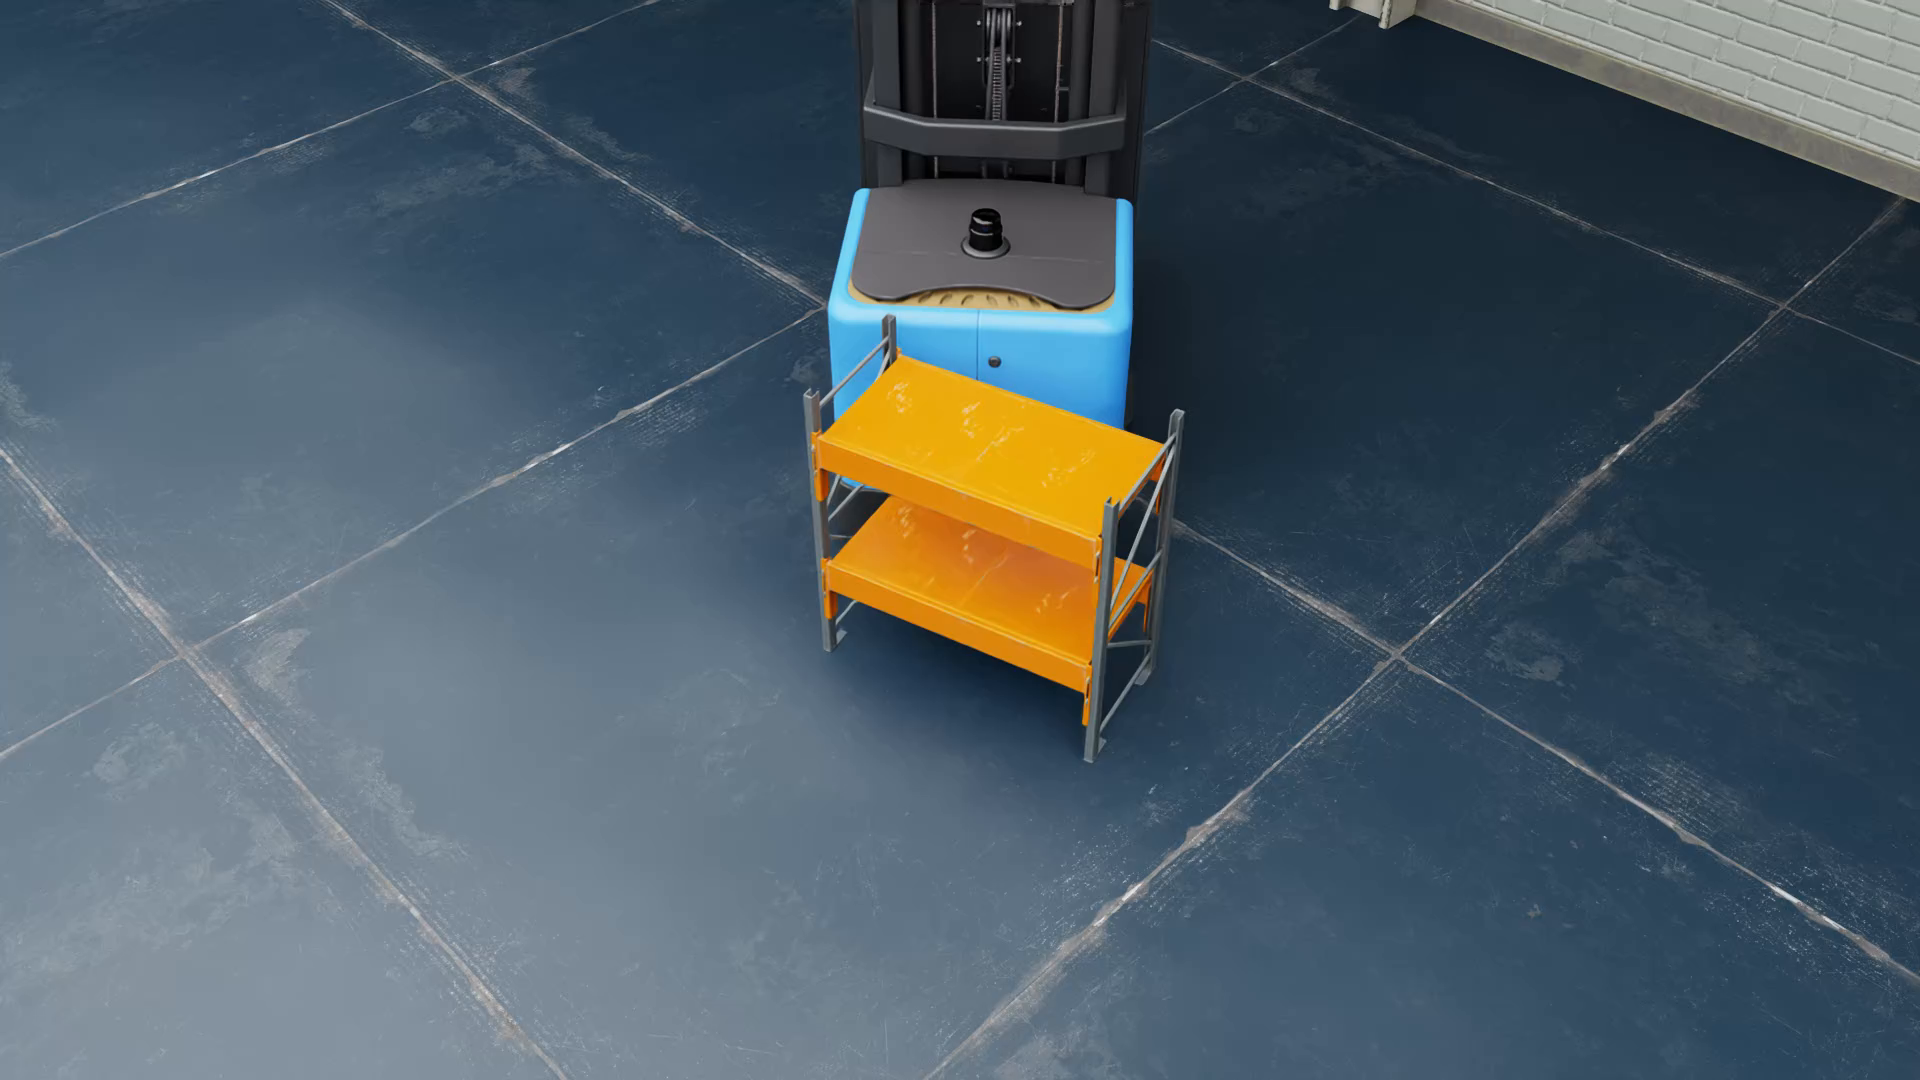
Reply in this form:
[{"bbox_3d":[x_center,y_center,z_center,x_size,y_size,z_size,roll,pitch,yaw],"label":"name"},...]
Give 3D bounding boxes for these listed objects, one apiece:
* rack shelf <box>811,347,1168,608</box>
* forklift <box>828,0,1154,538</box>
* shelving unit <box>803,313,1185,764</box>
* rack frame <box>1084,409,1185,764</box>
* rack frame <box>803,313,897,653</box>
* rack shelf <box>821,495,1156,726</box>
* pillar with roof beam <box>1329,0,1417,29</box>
[{"bbox_3d":[0.100,-0.216,5.223,1.000,0.278,0.538,21,47,21],"label":"rack shelf"},{"bbox_3d":[0.175,-2.029,6.286,1.130,2.935,3.031,3,43,3],"label":"forklift"},{"bbox_3d":[0.100,-0.001,5.422,1.048,1.125,0.538,21,47,21],"label":"shelving unit"},{"bbox_3d":[0.543,0.169,5.239,0.032,1.125,0.500,21,47,21],"label":"rack frame"},{"bbox_3d":[-0.343,-0.170,5.606,0.032,1.125,0.500,21,47,21],"label":"rack frame"},{"bbox_3d":[0.100,0.179,5.588,1.000,0.278,0.538,21,47,21],"label":"rack shelf"},{"bbox_3d":[-0.679,-4.285,4.257,9.100,9.000,0.400,-34,53,-31],"label":"pillar with roof beam"}]
